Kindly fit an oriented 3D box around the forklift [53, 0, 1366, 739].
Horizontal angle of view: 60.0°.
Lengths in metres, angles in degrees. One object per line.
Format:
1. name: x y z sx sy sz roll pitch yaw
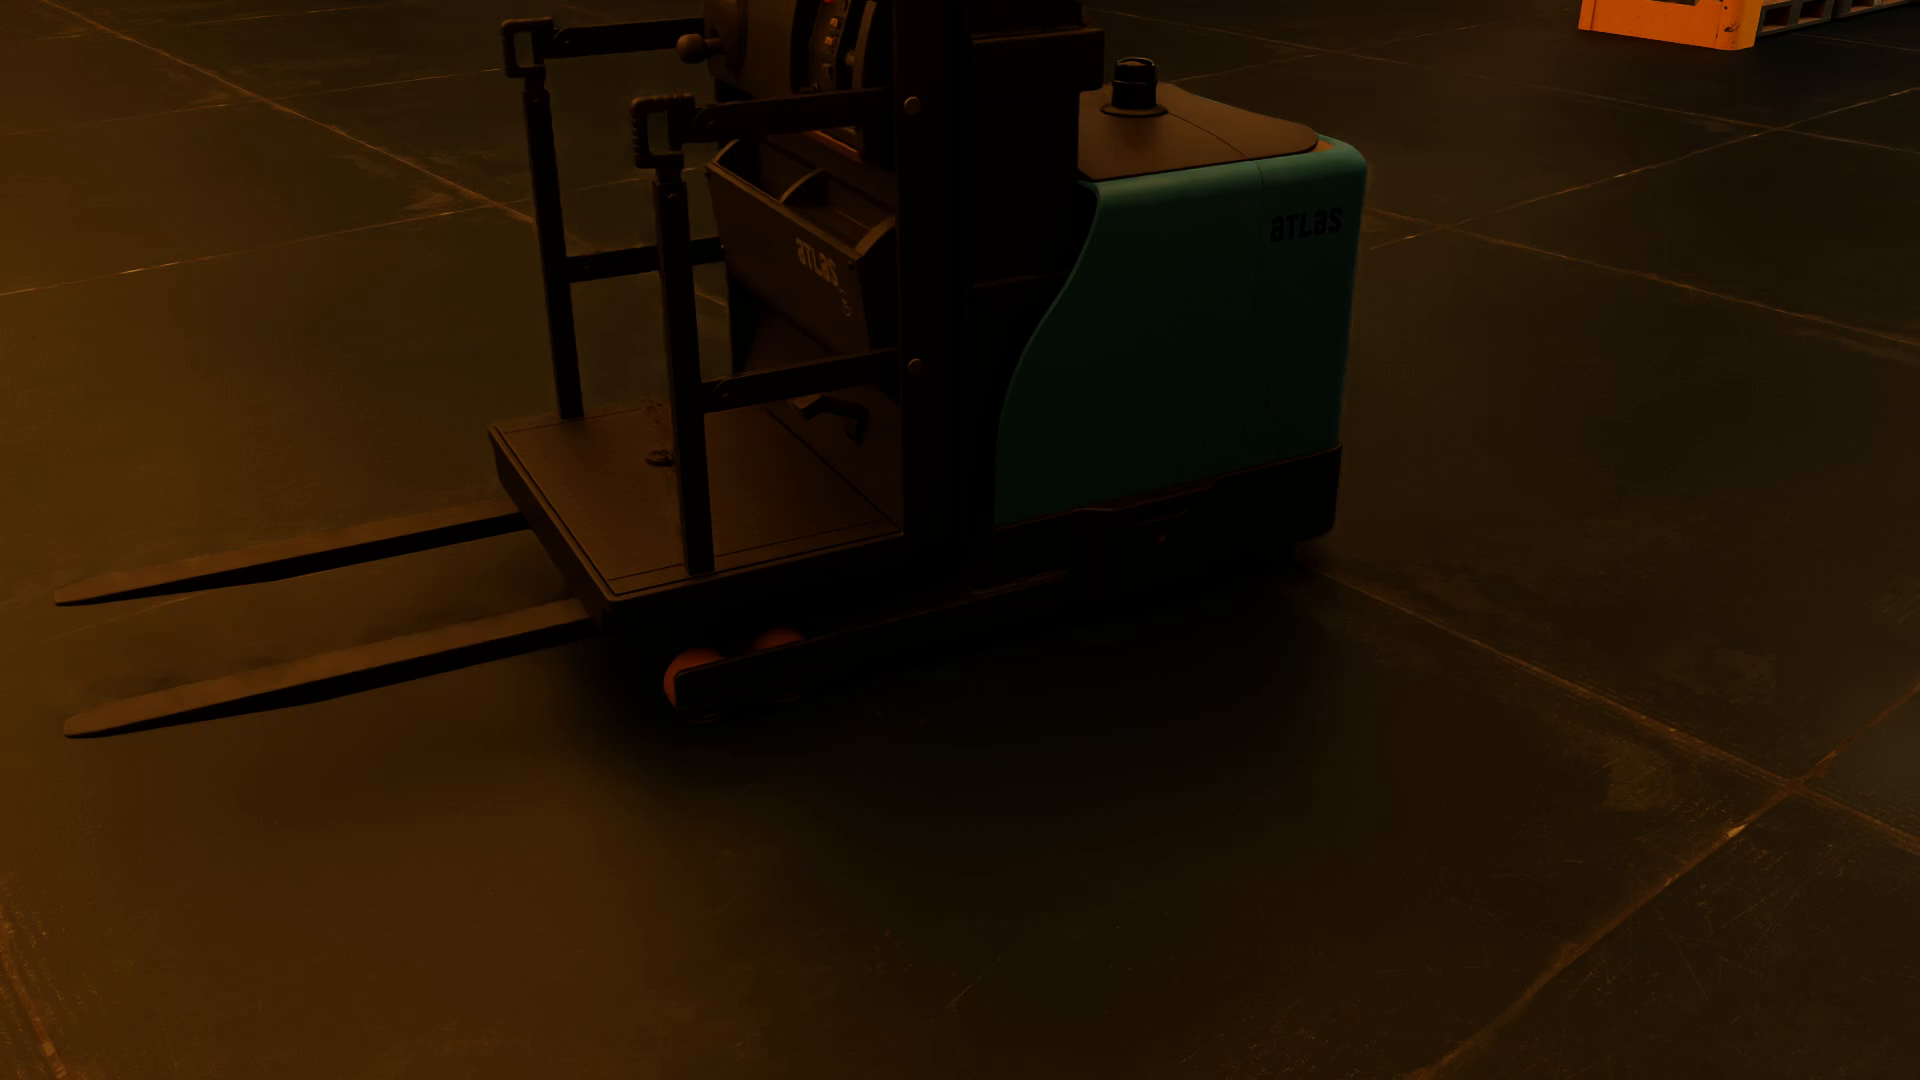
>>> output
1. forklift: -0.553 -1.175 3.571 3.031 2.935 1.130 -13 29 -25
